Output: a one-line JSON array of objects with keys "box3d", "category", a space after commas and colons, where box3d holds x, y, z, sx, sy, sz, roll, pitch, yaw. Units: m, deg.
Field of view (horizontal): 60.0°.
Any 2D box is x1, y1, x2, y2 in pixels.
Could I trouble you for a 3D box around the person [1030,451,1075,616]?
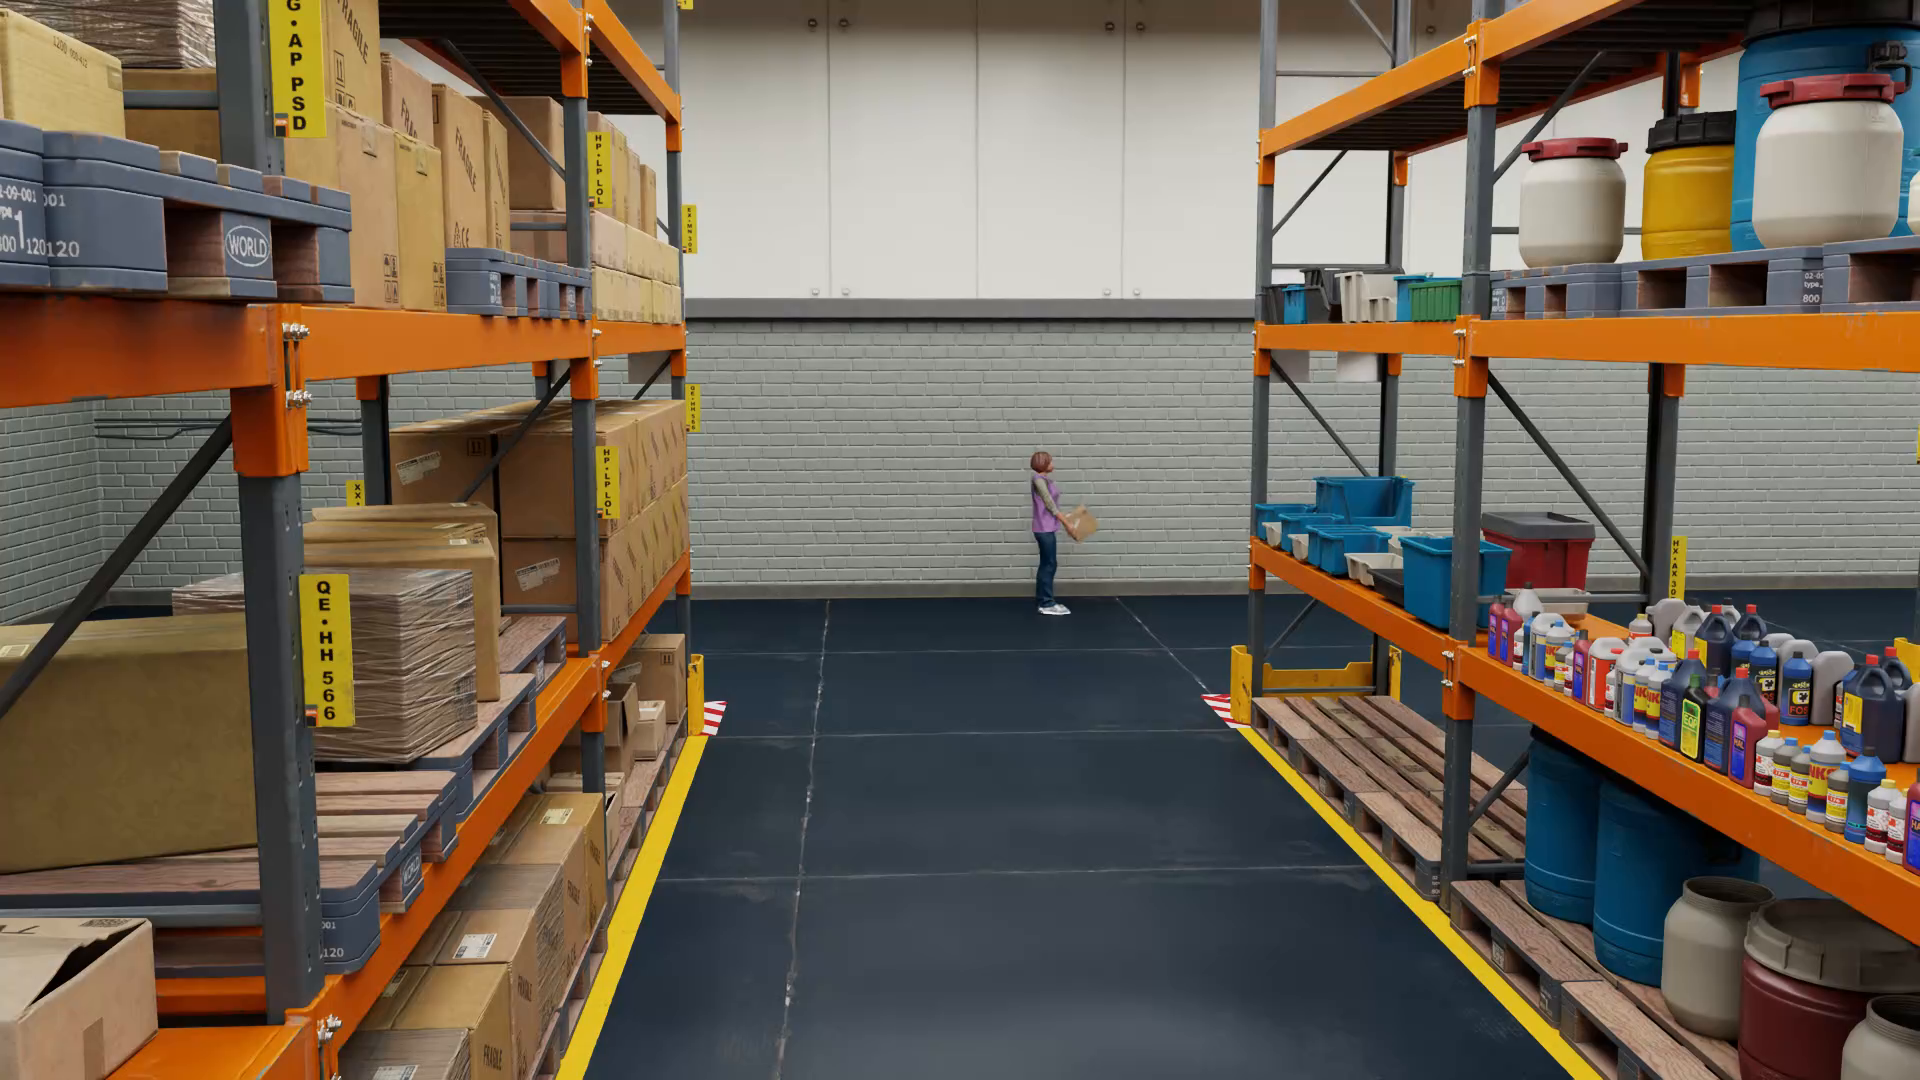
[{"box3d": [0.921, -0.076, 16.384, 0.458, 1.601, 0.425, 1, 7, 7], "category": "person"}]
